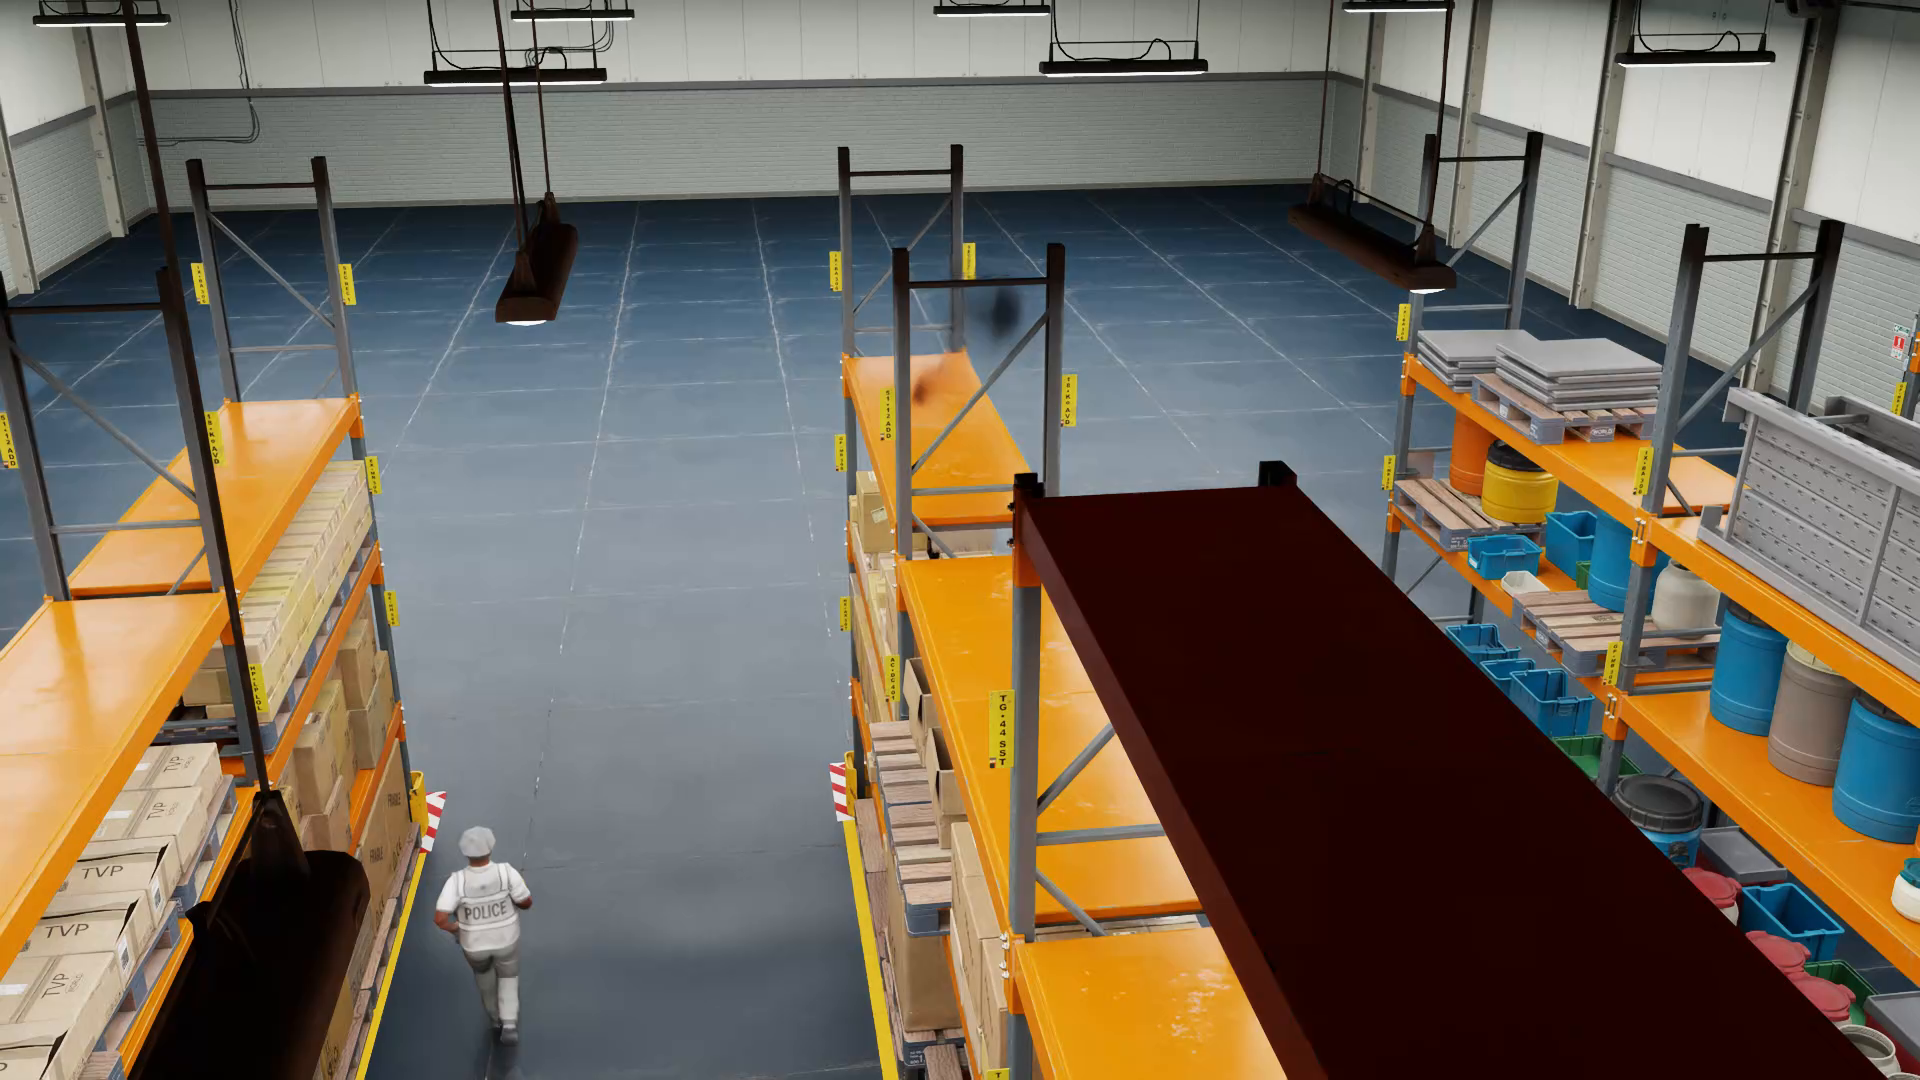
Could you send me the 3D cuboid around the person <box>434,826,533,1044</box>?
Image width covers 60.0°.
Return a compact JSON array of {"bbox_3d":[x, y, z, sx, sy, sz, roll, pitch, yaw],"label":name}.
[{"bbox_3d":[-3.402,2.904,11.998,0.672,1.790,0.814,-6,22,-14],"label":"person"}]
